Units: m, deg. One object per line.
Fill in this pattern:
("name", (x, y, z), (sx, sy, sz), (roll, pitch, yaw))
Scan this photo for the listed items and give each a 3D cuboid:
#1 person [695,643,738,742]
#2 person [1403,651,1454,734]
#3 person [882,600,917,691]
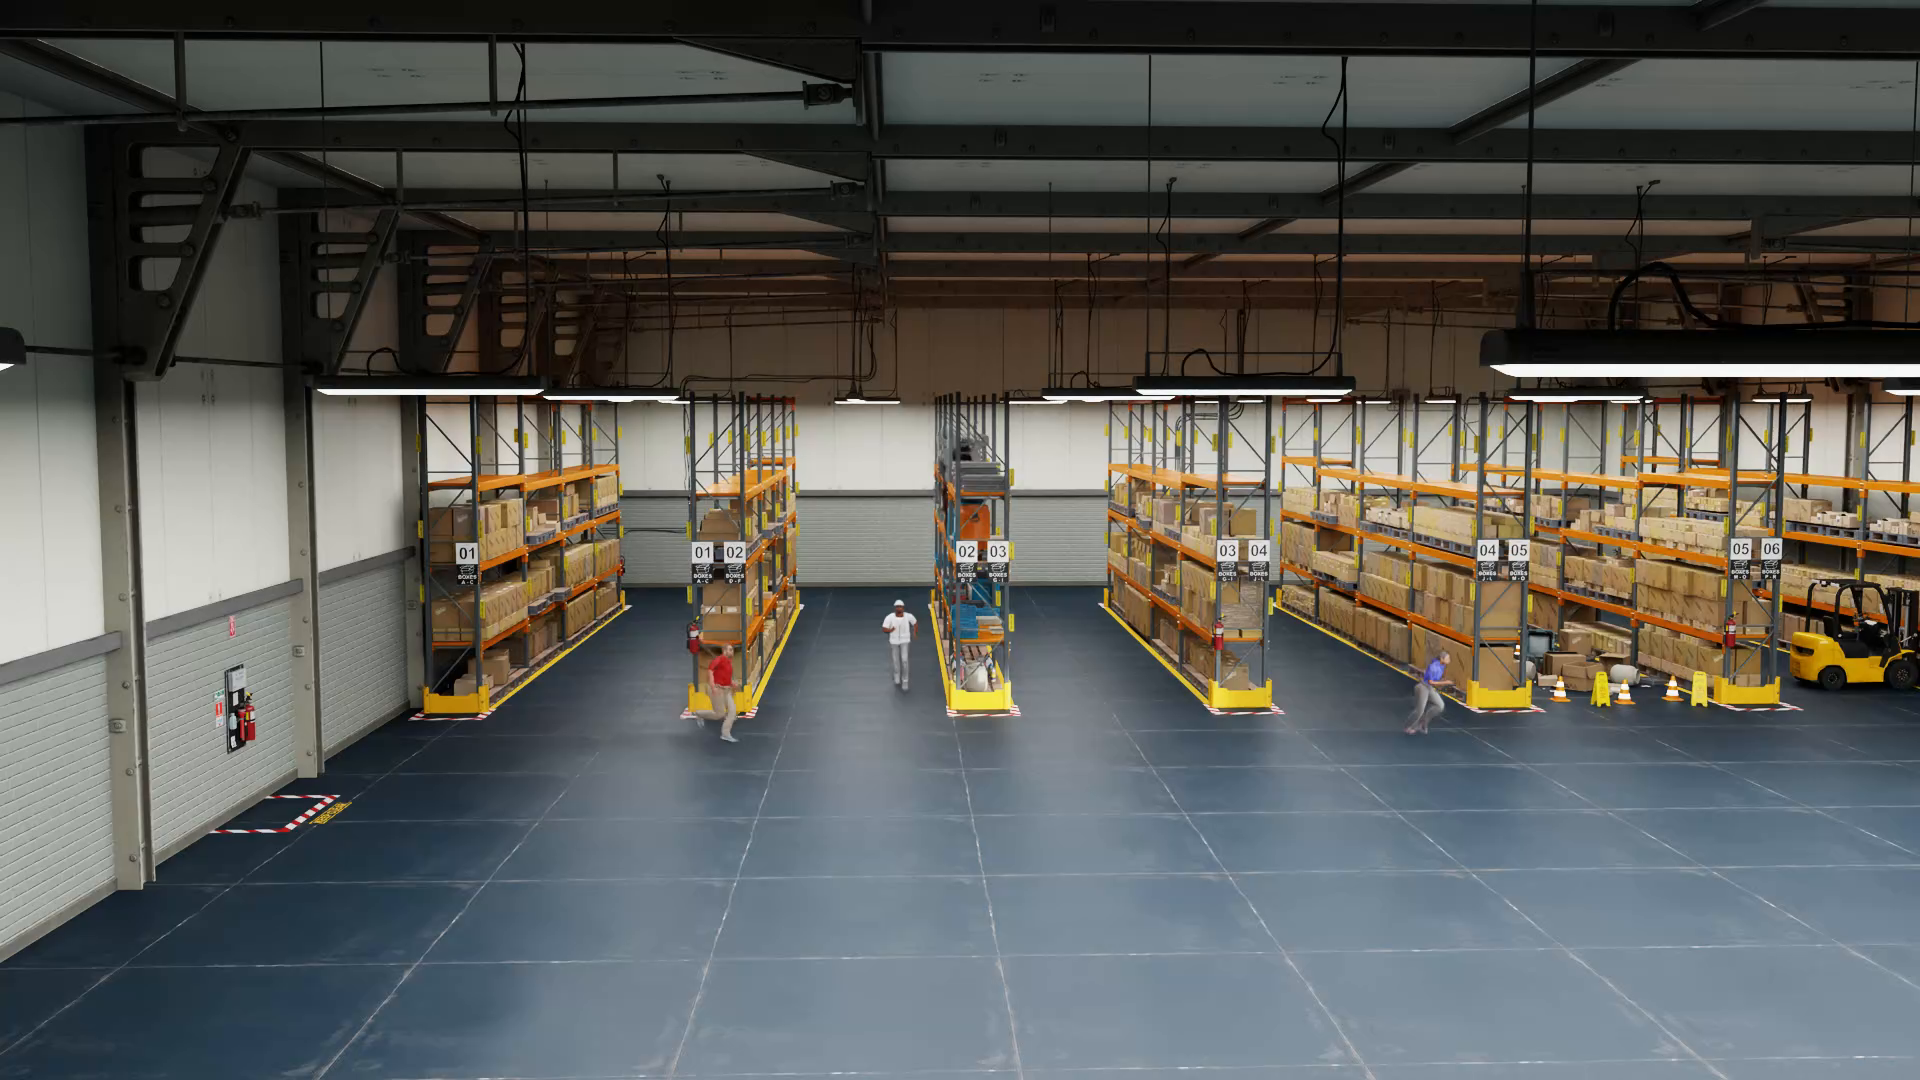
("person", (-4.172, 2.622, 28.591), (0.789, 1.709, 0.683), (2, 5, 20))
("person", (8.185, 2.652, 28.973), (0.910, 1.483, 0.608), (4, 6, 38))
("person", (-1.227, 2.120, 33.870), (0.695, 1.817, 0.801), (0, 5, 2))
